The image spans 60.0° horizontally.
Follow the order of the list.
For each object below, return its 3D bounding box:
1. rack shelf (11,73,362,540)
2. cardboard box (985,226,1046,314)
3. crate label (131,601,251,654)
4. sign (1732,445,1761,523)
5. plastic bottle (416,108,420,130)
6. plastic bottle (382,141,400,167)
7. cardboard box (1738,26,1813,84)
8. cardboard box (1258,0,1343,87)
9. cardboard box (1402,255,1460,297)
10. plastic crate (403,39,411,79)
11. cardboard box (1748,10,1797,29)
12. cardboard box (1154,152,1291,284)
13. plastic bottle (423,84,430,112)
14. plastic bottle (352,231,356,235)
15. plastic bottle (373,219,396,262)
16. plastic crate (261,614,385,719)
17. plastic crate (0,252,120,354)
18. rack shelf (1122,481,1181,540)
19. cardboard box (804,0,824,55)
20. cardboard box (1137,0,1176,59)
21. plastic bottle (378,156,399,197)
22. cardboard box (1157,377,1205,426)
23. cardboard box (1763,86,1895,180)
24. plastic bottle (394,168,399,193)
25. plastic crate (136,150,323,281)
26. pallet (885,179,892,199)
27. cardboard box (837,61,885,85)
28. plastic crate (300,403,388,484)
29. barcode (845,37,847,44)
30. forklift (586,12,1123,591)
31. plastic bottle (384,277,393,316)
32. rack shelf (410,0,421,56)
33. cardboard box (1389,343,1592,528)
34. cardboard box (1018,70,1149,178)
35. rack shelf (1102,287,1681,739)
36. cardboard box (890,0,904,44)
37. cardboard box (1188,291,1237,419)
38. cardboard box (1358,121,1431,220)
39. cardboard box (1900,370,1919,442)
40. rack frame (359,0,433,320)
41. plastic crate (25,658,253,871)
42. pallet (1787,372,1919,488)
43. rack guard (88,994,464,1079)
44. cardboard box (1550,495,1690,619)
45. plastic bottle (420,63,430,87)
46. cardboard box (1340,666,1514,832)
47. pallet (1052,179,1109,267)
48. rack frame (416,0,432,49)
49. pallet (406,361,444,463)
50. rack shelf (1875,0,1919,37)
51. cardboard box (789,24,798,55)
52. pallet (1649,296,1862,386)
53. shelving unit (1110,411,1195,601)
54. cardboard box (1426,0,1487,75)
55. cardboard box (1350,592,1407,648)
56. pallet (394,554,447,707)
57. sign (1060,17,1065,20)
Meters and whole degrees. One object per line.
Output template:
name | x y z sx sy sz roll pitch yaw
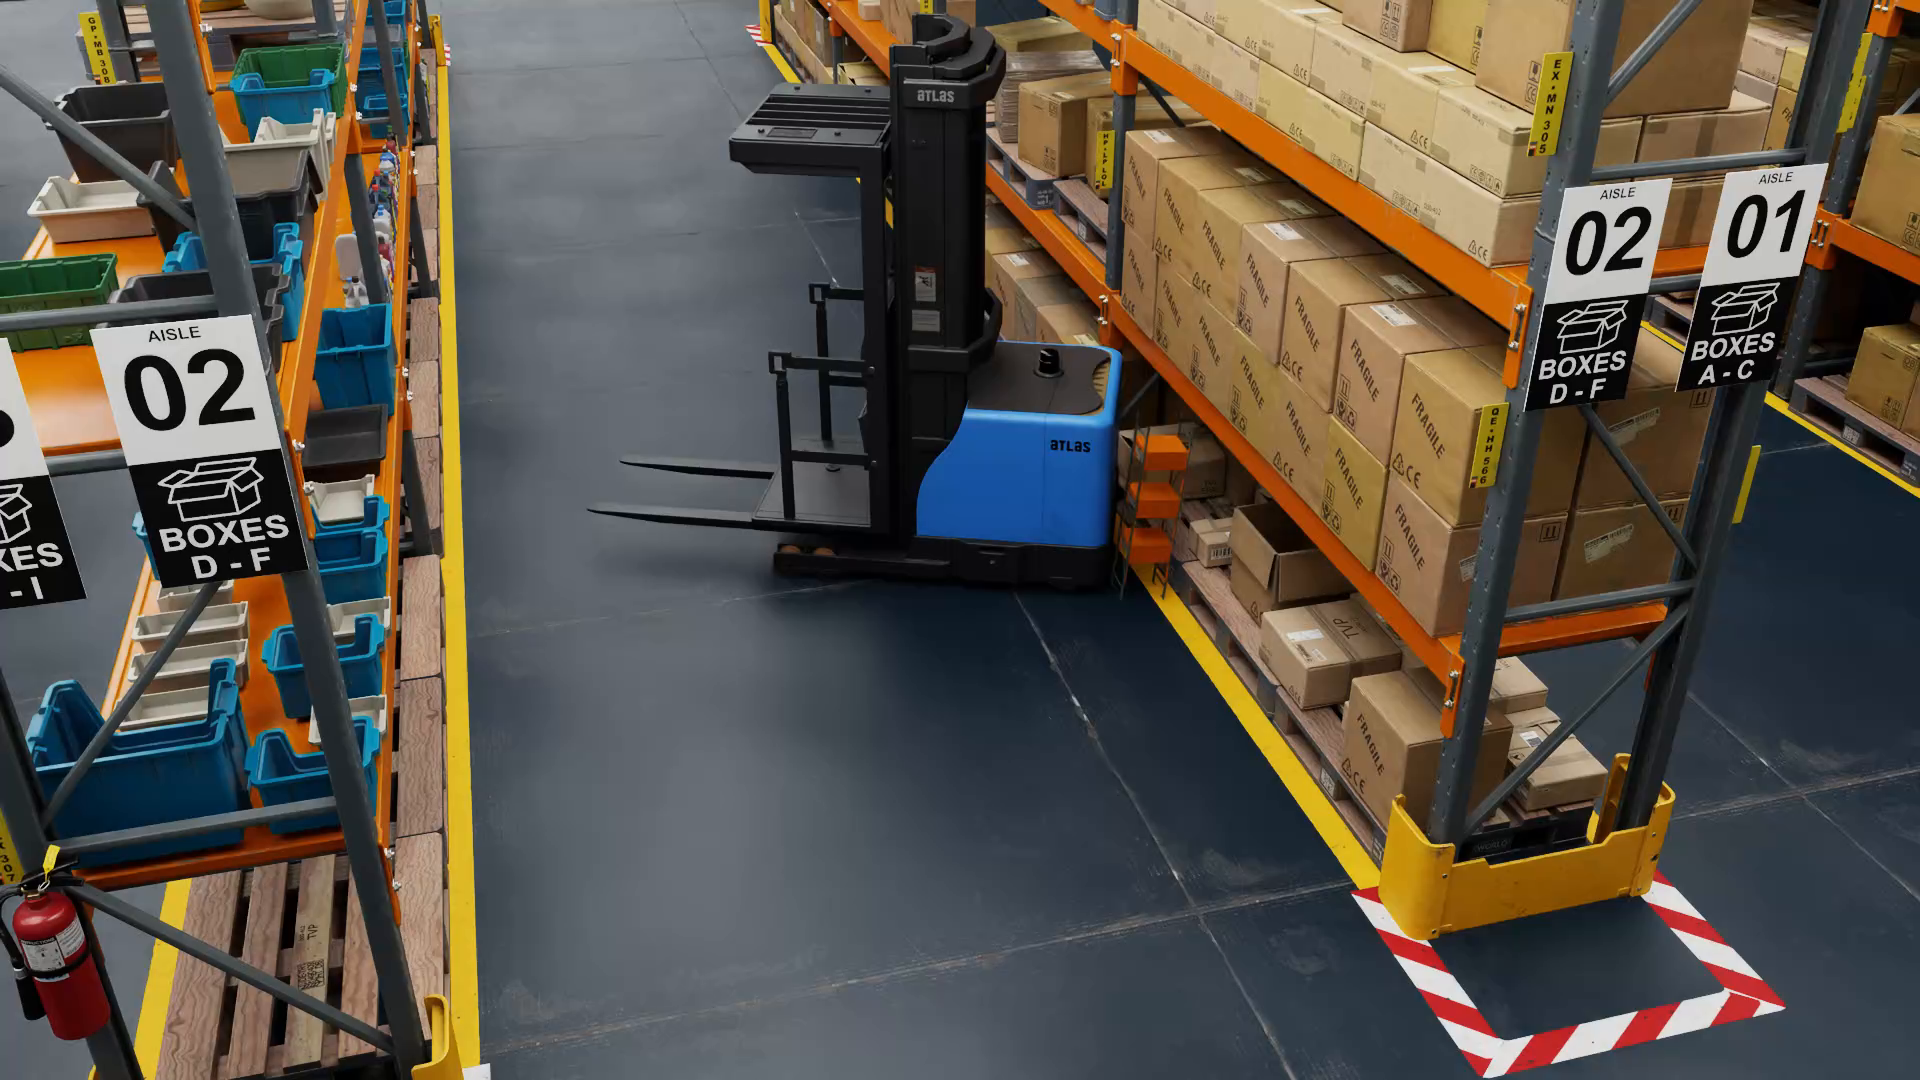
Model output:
rack shelf | -2.905 -1.052 6.297 1.077 0.370 4.000 -8 31 -13
cardboard box | 0.397 -1.976 12.225 0.500 0.500 0.500 -8 31 -14
crate label | -2.925 0.346 6.362 0.396 0.136 0.243 -8 31 -13
sign | 2.926 -0.203 6.242 0.100 0.325 0.005 -8 31 -13
plastic bottle | -5.221 -4.117 16.153 0.097 0.271 0.097 0 30 0
plastic bottle | -3.966 -2.680 11.585 0.097 0.201 0.097 0 30 0
cardboard box | 5.619 -3.294 11.281 0.500 0.250 0.500 -7 31 -12
cardboard box | 1.619 -2.144 7.116 0.500 0.250 0.500 -8 31 -13
cardboard box | 2.265 -0.975 7.343 0.500 0.500 0.500 -7 31 -13
plastic crate | -4.825 -4.000 13.878 0.450 0.188 0.662 -8 31 -13
cardboard box | 5.484 -3.540 11.706 0.500 0.250 0.500 -7 31 -12
cardboard box | 1.332 -1.650 8.509 0.500 0.500 0.500 -9 31 -15
plastic bottle | -5.423 -4.475 16.693 0.144 0.351 0.185 -9 31 -15
plastic bottle | -3.614 -1.753 9.983 0.097 0.201 0.097 0 30 0
plastic bottle | -3.499 -1.811 10.008 0.152 0.276 0.135 -8 31 -13
plastic crate | -2.297 0.466 6.058 0.416 0.233 0.300 -8 31 -13
plastic crate | -2.911 -0.744 5.259 0.450 0.188 0.336 -8 31 -13
rack shelf | 1.031 -0.166 8.989 0.240 0.259 0.215 -1 29 -13
cardboard box | -1.374 -5.547 17.916 0.500 0.500 0.500 -8 31 -13
cardboard box | 1.232 -2.654 8.496 0.500 0.250 0.500 -8 31 -13
plastic bottle | -3.801 -2.411 11.050 0.097 0.271 0.097 0 30 0
cardboard box | 1.448 -1.063 10.648 0.500 0.500 0.500 -9 31 -16
cardboard box | 5.750 -2.719 11.036 0.500 0.500 0.500 -8 31 -14
plastic bottle | -3.827 -2.428 11.149 0.097 0.201 0.097 0 30 0
plastic crate | -2.514 -1.145 5.802 0.504 0.338 0.767 -8 31 -13
pallet | -0.222 -3.404 15.421 1.003 0.211 1.213 -8 31 -13
cardboard box | -0.913 -4.554 16.389 0.500 0.311 0.500 -8 31 -13
plastic crate | -2.880 -0.433 7.719 0.437 0.125 0.590 -8 31 -13
barcode | -1.116 -4.897 16.315 0.001 0.075 0.075 -8 31 -13
forklift | -0.616 -1.312 9.091 3.031 2.935 1.130 4 30 7
plastic bottle | -3.231 -1.374 9.258 0.097 0.271 0.097 0 30 0
rack shelf | -6.090 -5.550 17.062 1.077 0.370 4.000 -8 31 -13
cardboard box | 2.019 -0.411 6.367 0.500 0.500 0.500 -8 31 -14
cardboard box | 0.813 -2.758 11.002 0.700 0.500 0.500 -16 34 -26
rack shelf | 1.872 -0.411 8.184 1.077 0.370 4.000 -8 31 -13
cardboard box | -0.321 -4.726 14.821 0.500 0.500 0.500 -8 31 -13
cardboard box | 1.483 -0.960 8.315 0.500 0.500 0.500 -8 31 -14
cardboard box | 1.890 -1.446 6.409 0.500 0.250 0.500 -8 31 -13
cardboard box | 6.346 -0.831 10.267 0.700 0.500 0.500 -8 31 -14
rack frame | -4.497 -2.963 11.875 1.000 3.000 0.127 -8 31 -13
plastic crate | -2.643 0.722 5.412 0.616 0.435 0.499 -8 31 -13
pallet | 6.242 -0.764 10.859 1.003 0.211 1.213 -8 31 -13
rack guard | -2.355 1.992 5.809 1.175 0.500 0.348 -8 31 -13
cardboard box | 2.539 -0.049 6.740 0.500 0.500 0.500 -7 31 -12
plastic bottle | -5.670 -4.885 17.474 0.152 0.276 0.135 -8 31 -13
cardboard box | 2.021 0.905 7.248 0.500 0.500 0.500 -8 31 -13
pallet | 1.234 -2.006 10.412 1.003 0.211 1.213 -8 31 -13
rack frame | -6.621 -6.827 18.551 1.000 3.000 0.127 -8 31 -13
pallet | -3.928 -0.793 10.909 1.003 0.211 1.213 -8 31 -13
rack shelf | 6.647 -2.370 8.573 1.077 0.370 4.000 -8 31 -13
cardboard box | -1.648 -5.704 18.937 0.500 0.250 0.500 -8 31 -13
pallet | 5.839 -1.504 12.138 1.003 0.211 1.213 -8 31 -13
shelving unit | 1.032 -0.175 8.984 0.252 1.050 0.215 -1 29 -13
cardboard box | 2.199 -2.029 6.169 0.700 0.500 0.500 -8 31 -13
cardboard box | 2.266 0.460 8.266 0.500 0.250 0.500 -8 31 -13
pallet | -3.203 0.525 8.631 1.003 0.211 1.213 -8 31 -13
sign | 0.800 -4.164 12.872 0.100 0.325 0.005 -8 31 -13
